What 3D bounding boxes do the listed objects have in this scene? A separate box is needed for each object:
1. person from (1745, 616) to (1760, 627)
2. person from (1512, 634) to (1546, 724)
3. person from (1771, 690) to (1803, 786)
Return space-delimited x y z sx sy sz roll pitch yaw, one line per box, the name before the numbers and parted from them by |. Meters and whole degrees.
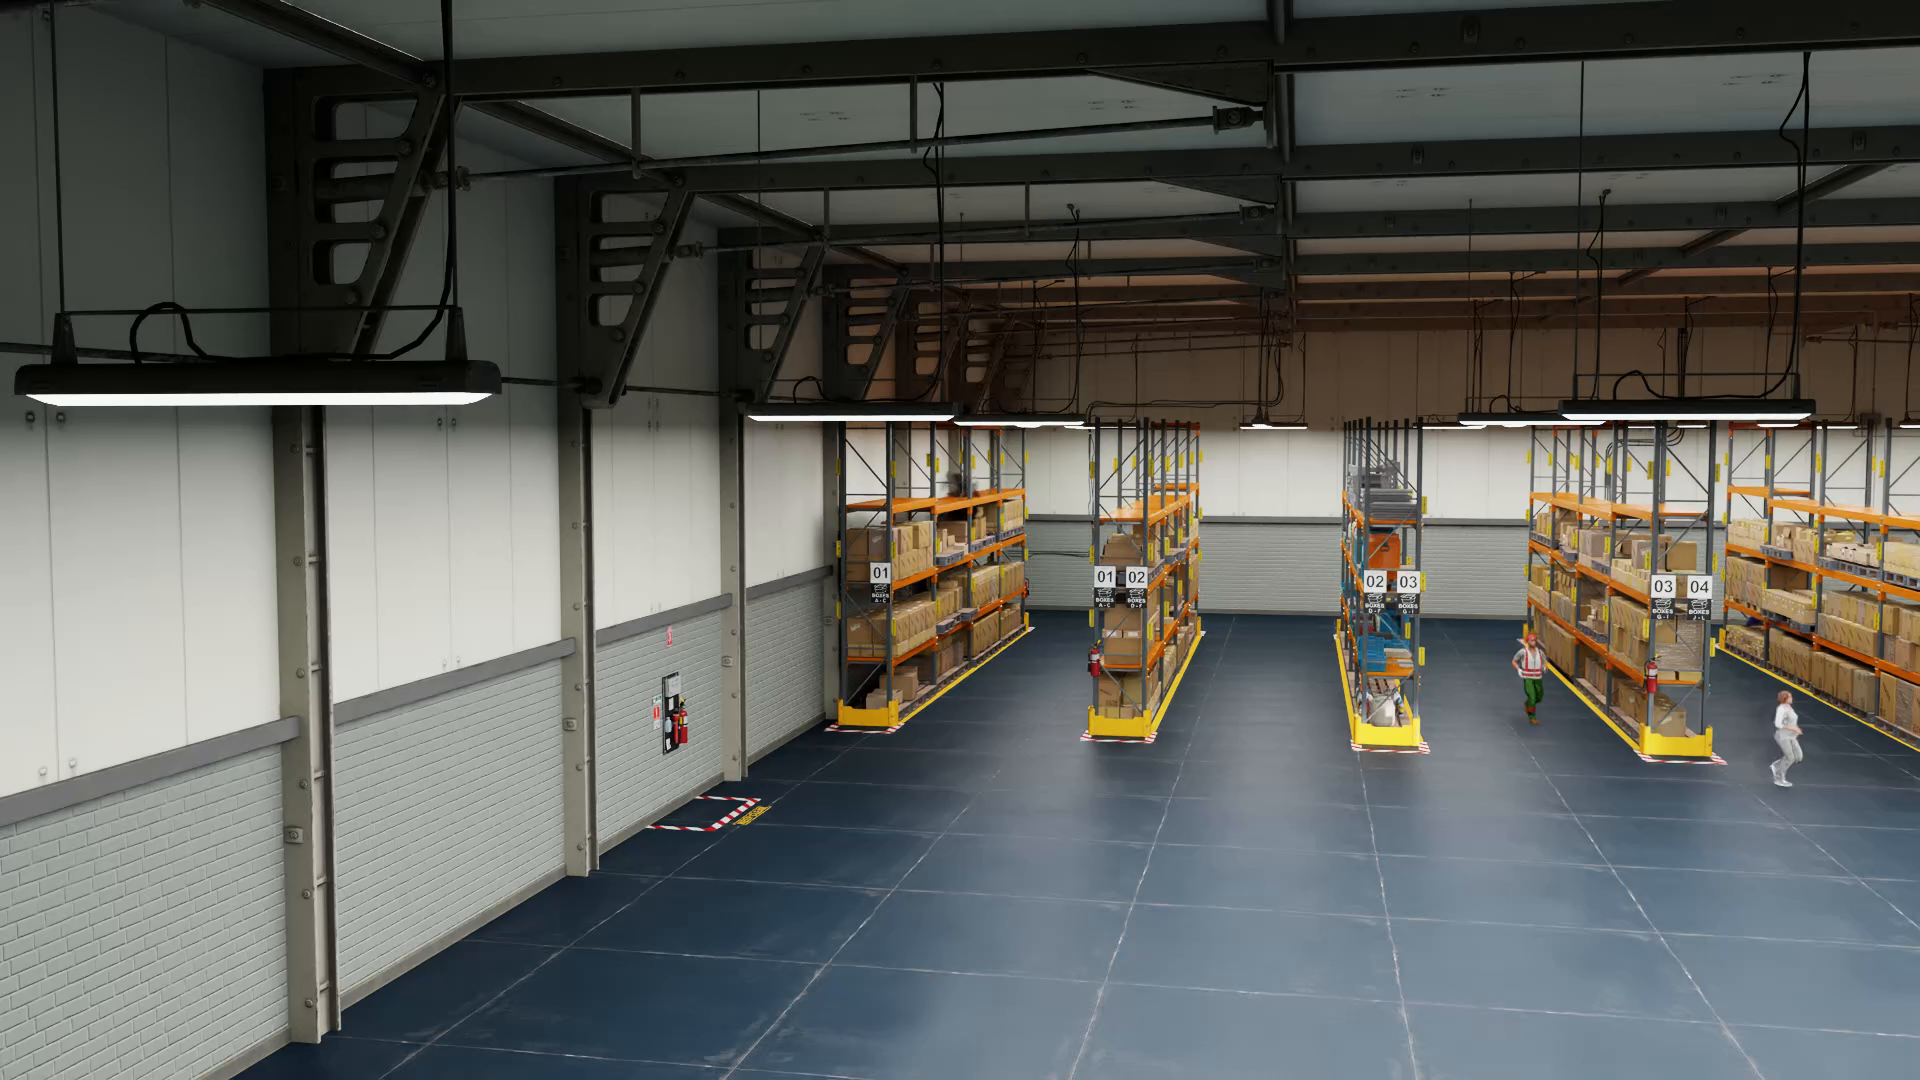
person | 21.608 1.984 45.208 0.971 1.589 0.619 1 4 15
person | 11.237 2.723 32.755 0.664 1.752 0.801 0 4 -6
person | 13.350 3.201 26.826 0.529 1.553 0.549 -3 5 -43
